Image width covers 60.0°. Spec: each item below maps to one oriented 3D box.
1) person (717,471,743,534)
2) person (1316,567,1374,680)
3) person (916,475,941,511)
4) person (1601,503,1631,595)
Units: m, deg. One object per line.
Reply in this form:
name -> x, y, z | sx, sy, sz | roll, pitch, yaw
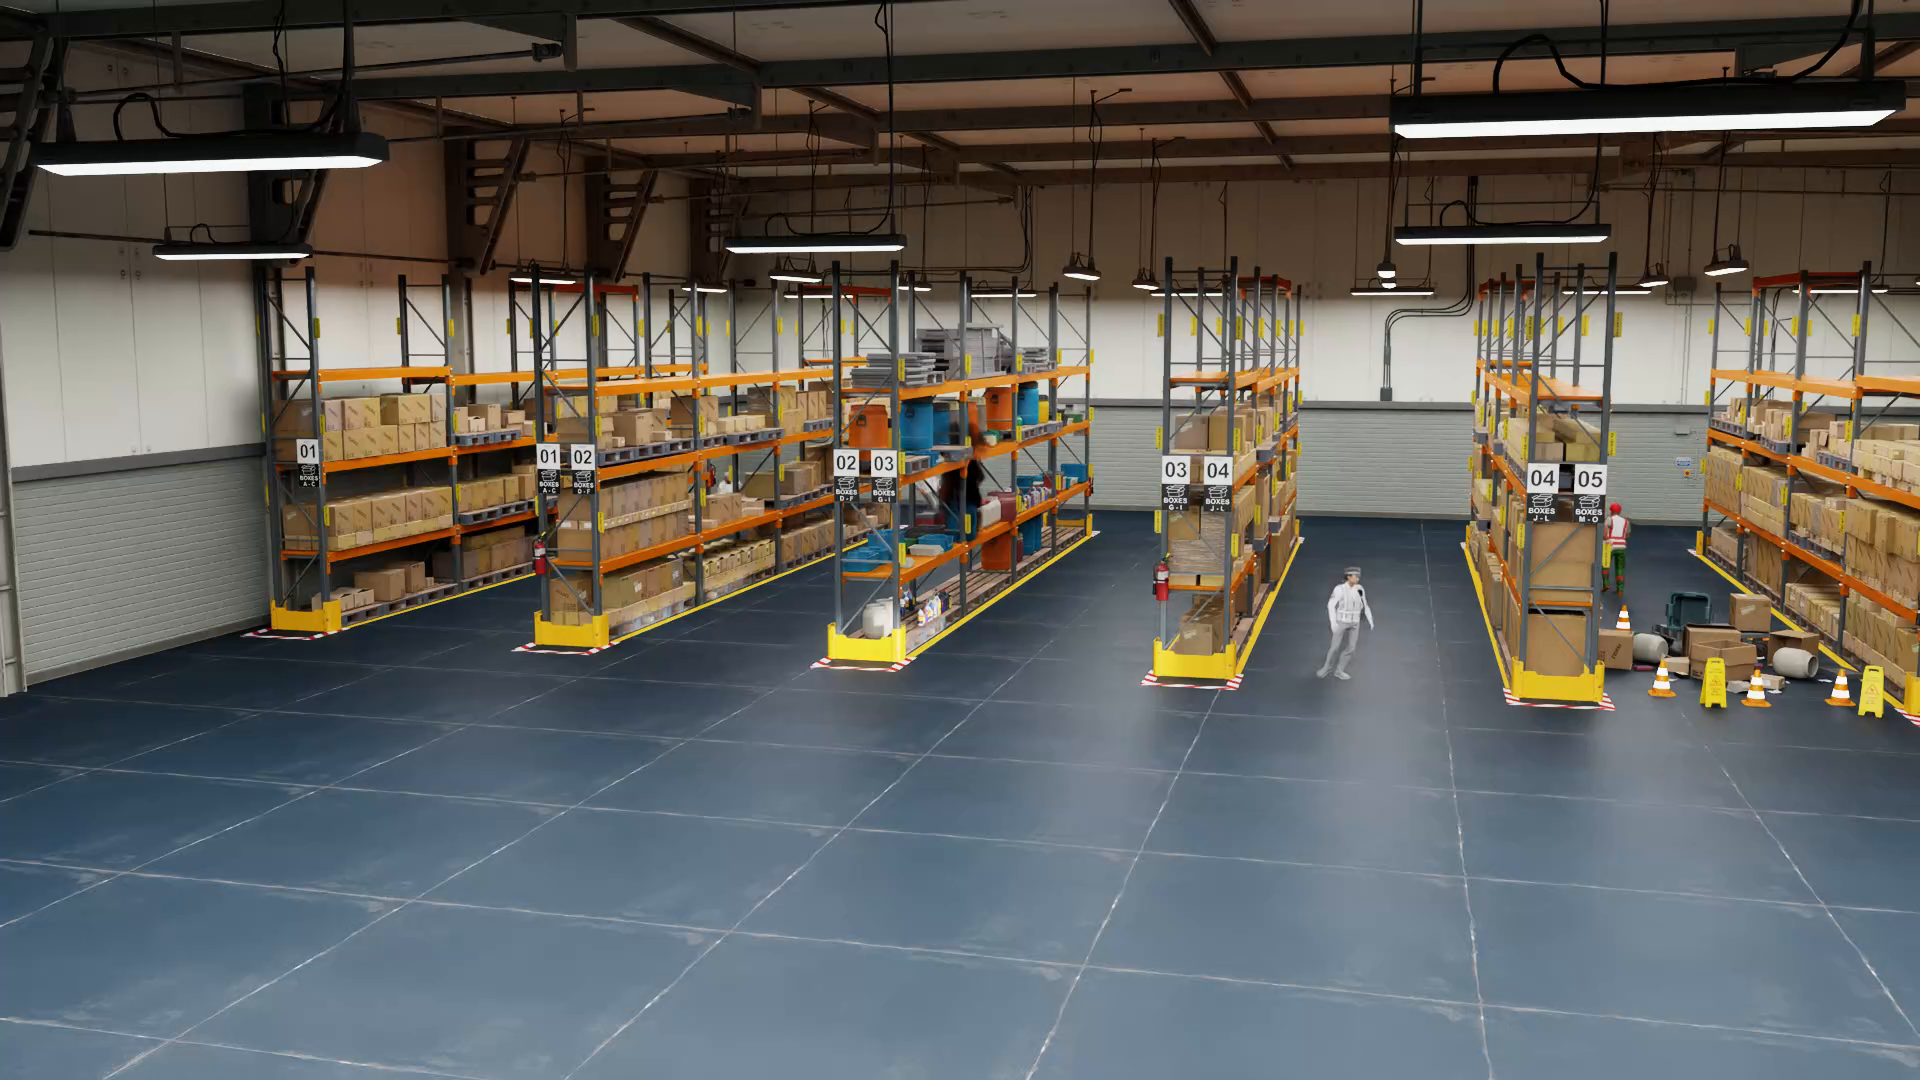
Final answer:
person -> -5.493, -0.848, 39.921 | 0.617, 1.637, 0.940 | 0, 7, 2
person -> 5.500, 1.194, 23.697 | 0.714, 1.645, 0.554 | -2, 8, -17
person -> -0.792, -1.247, 42.560 | 0.710, 1.719, 0.802 | -5, 9, -37
person -> 12.315, 0.174, 31.301 | 0.619, 1.718, 0.948 | 1, 7, 7
